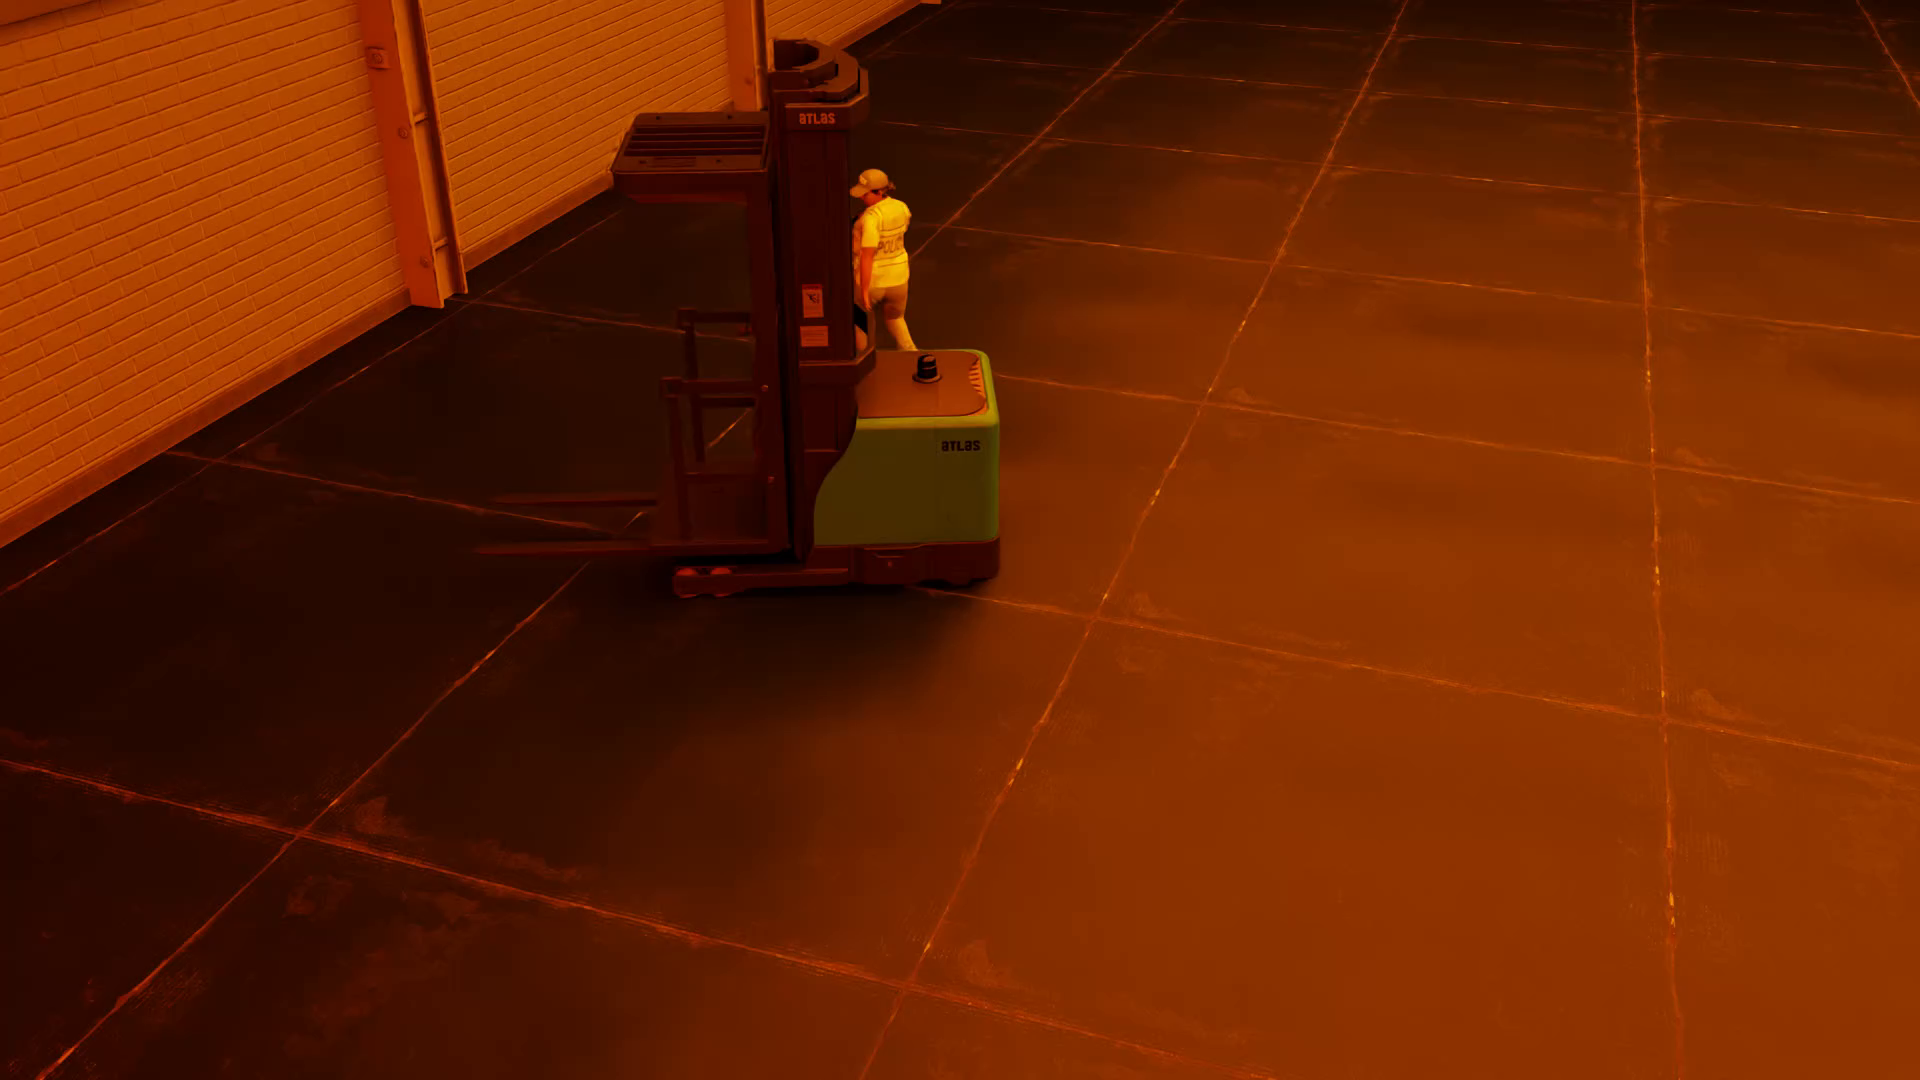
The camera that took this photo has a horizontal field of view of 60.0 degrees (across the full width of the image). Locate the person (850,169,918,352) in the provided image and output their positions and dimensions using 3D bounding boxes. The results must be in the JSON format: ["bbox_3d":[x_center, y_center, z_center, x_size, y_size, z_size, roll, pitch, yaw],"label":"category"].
[{"bbox_3d":[-0.582,-1.849,11.758,0.561,1.595,0.717,-16,34,-26],"label":"person"}]

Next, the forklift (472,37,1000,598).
[{"bbox_3d":[-1.304,-1.213,9.264,3.031,2.935,1.130,-2,30,-3],"label":"forklift"}]
